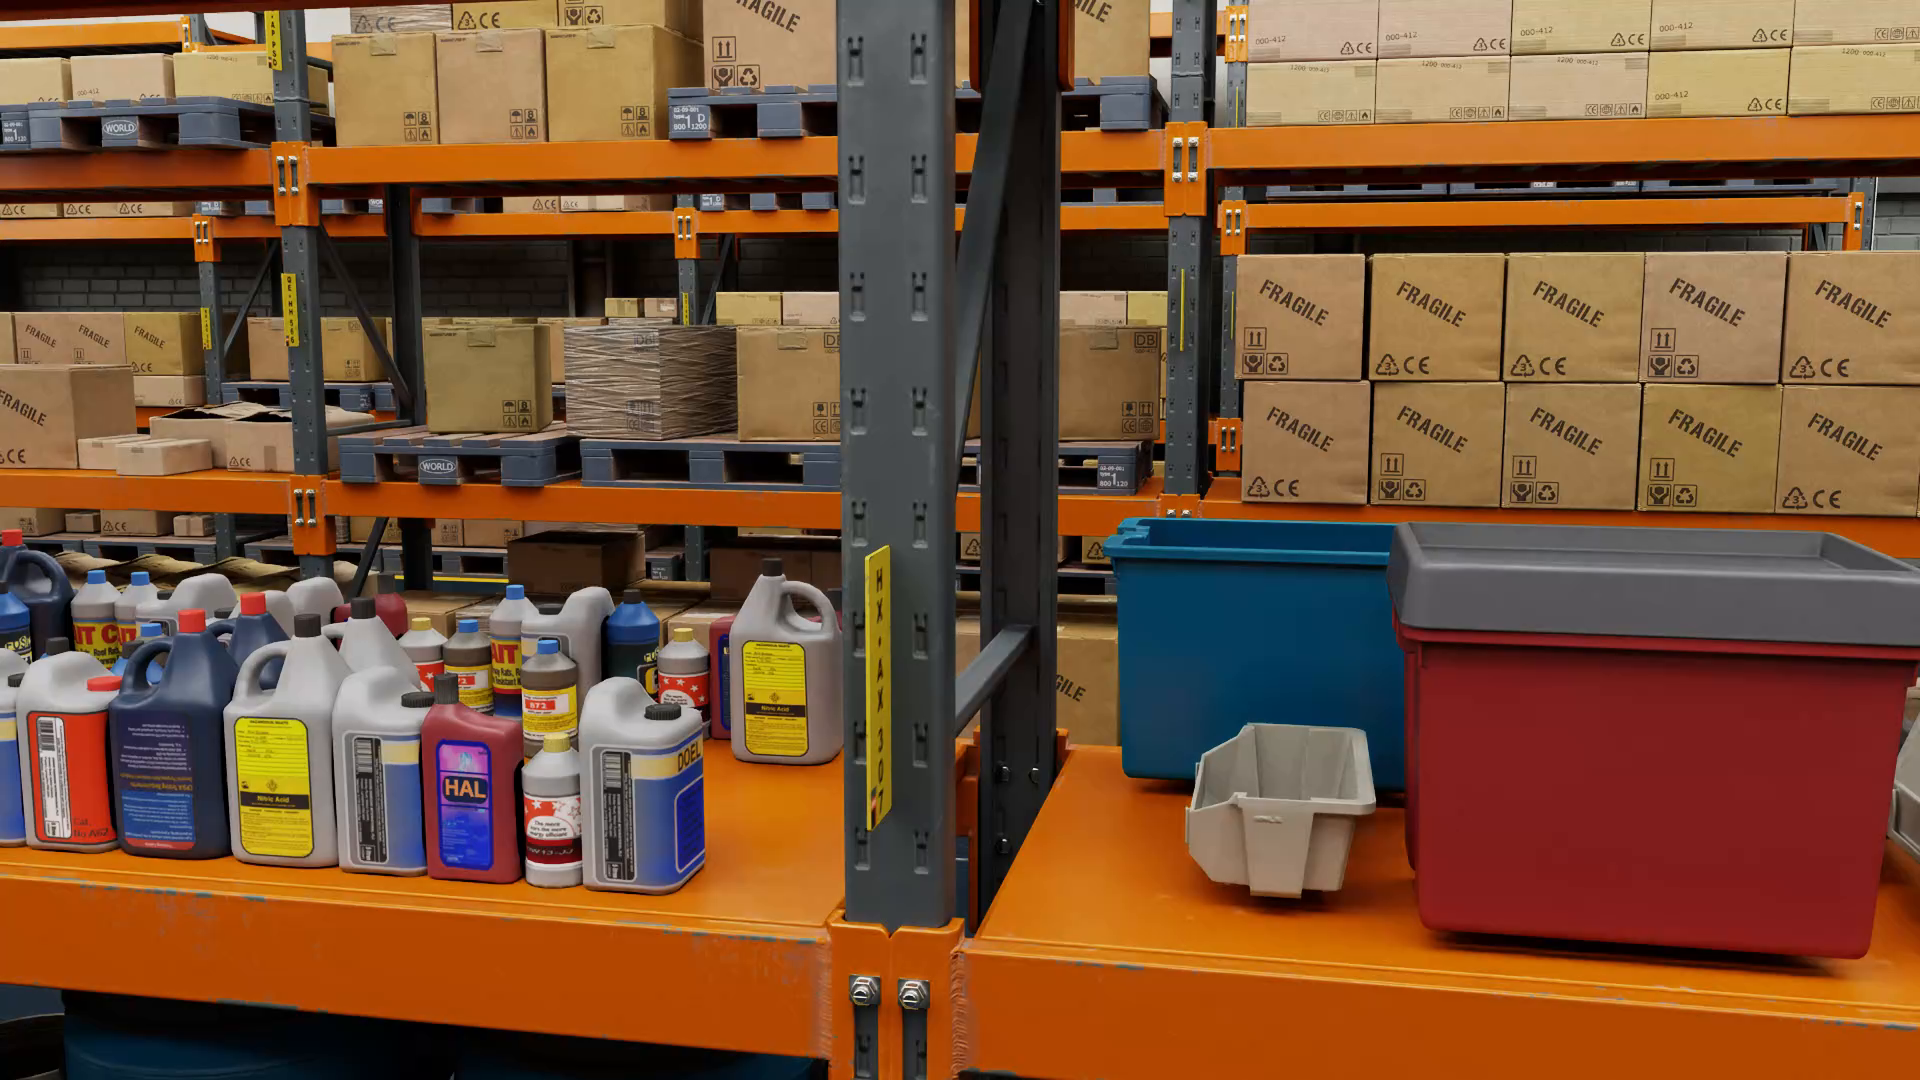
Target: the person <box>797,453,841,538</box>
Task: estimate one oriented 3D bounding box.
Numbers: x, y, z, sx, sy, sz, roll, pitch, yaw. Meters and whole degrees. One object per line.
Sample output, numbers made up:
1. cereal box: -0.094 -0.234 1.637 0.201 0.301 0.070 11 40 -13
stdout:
1. person: -0.668 -0.118 9.749 0.594 1.722 0.468 1 8 8
